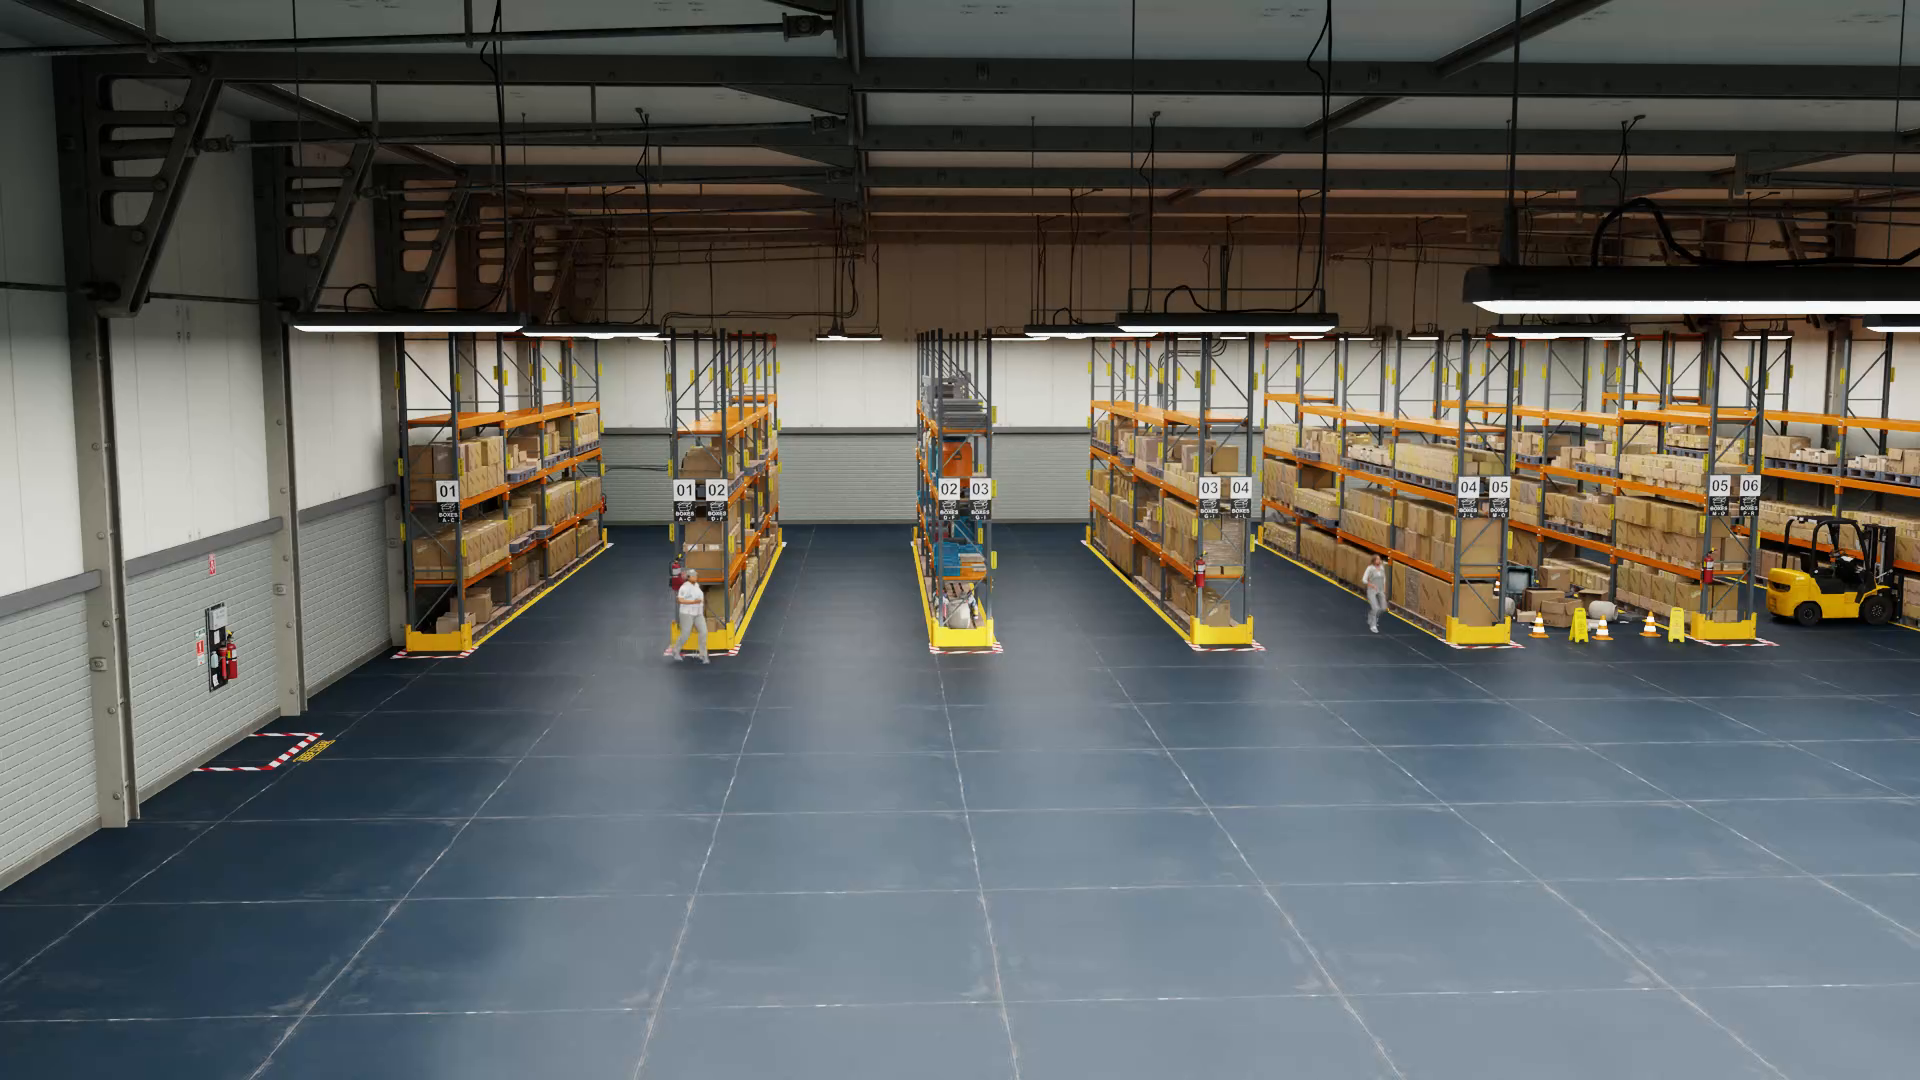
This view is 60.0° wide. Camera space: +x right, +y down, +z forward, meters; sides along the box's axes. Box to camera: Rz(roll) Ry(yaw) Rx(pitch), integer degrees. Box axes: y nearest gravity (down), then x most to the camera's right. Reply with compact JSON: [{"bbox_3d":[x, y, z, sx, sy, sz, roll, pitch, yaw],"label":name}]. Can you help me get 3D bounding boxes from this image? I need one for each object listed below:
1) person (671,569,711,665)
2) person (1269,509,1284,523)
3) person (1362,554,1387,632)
[{"bbox_3d":[-4.832,1.379,29.902,0.754,1.719,0.605,5,8,35],"label":"person"},{"bbox_3d":[9.415,-0.885,49.133,0.677,1.630,0.576,3,7,26],"label":"person"},{"bbox_3d":[8.269,1.055,33.095,0.543,1.567,0.522,-2,7,-15],"label":"person"}]
